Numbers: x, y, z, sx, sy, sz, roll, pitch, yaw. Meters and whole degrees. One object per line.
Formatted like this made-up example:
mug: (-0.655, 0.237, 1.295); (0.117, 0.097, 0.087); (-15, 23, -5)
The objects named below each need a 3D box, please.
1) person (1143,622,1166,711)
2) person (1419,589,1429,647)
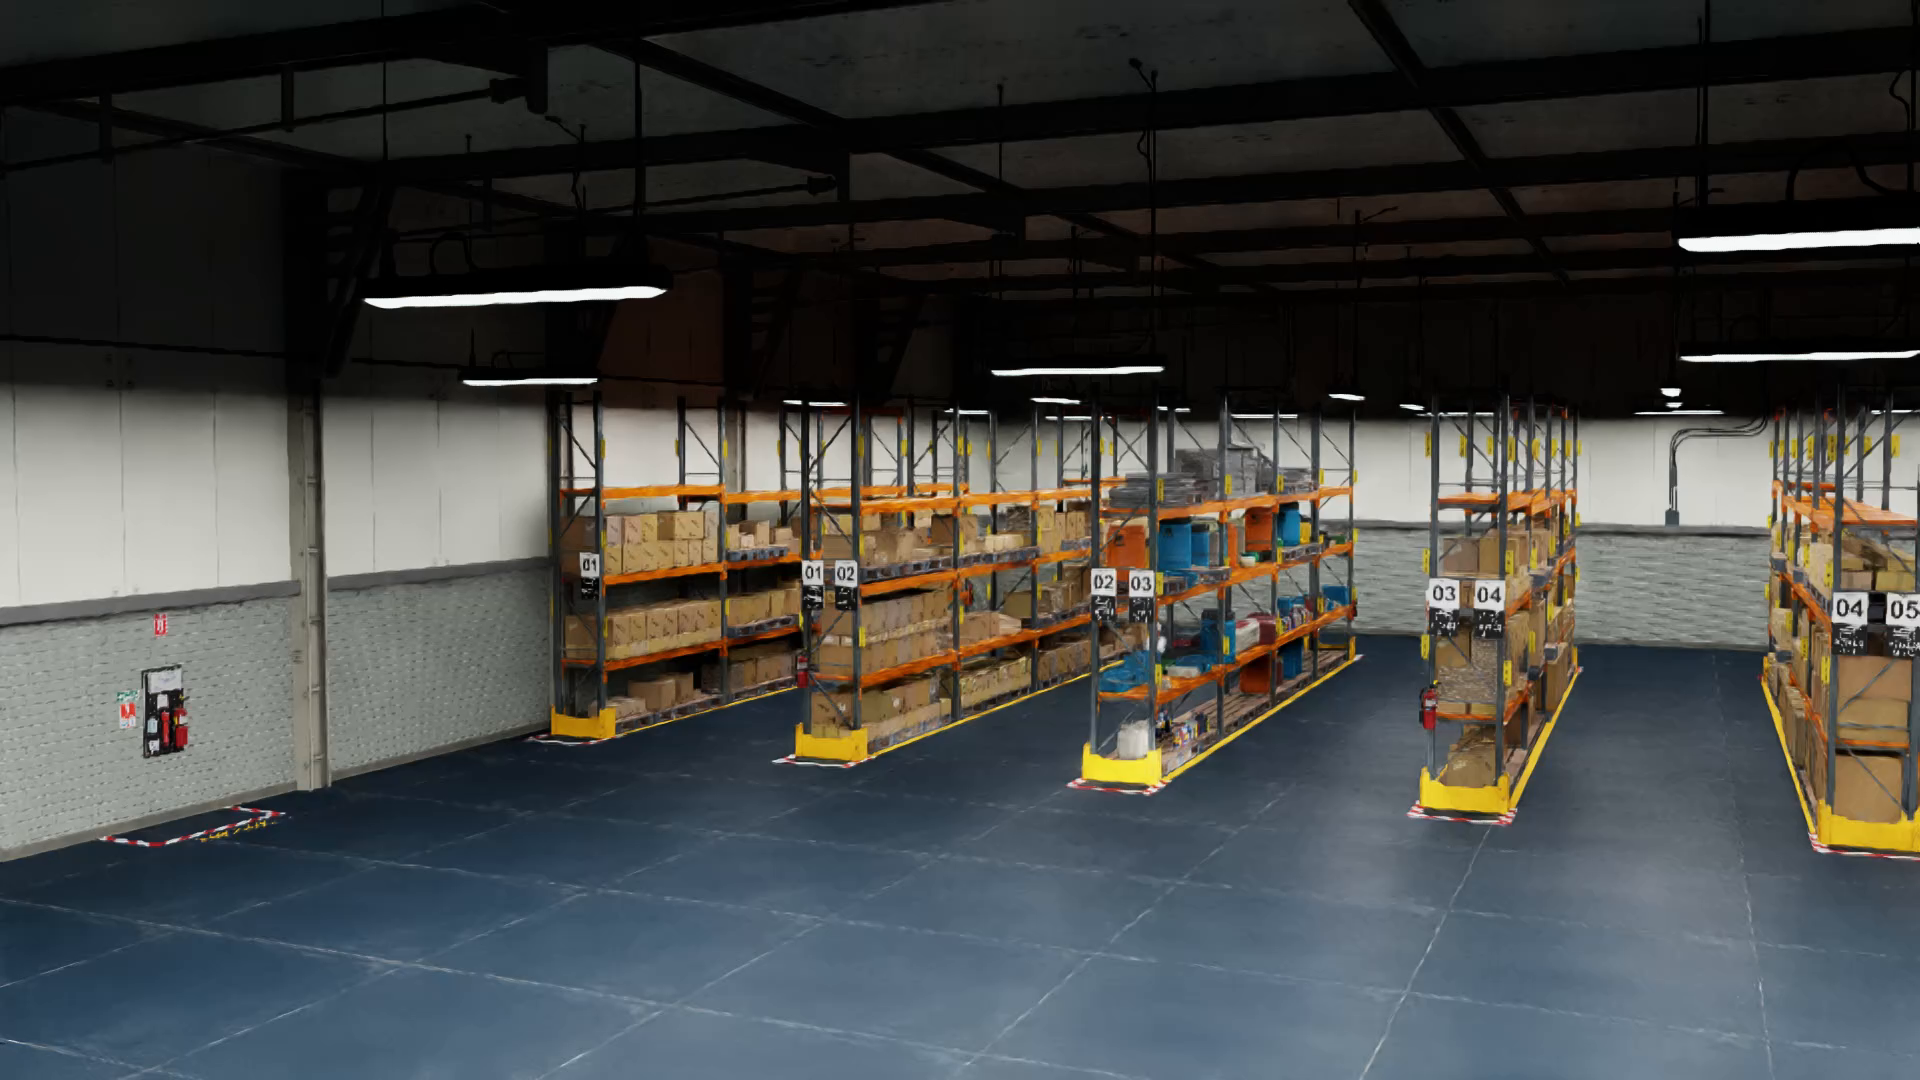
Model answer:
person: (3.727, 2.393, 31.659); (0.543, 1.700, 1.115); (2, 4, 26)
person: (11.903, 1.816, 41.613); (0.772, 1.755, 0.588); (-2, 4, -26)
